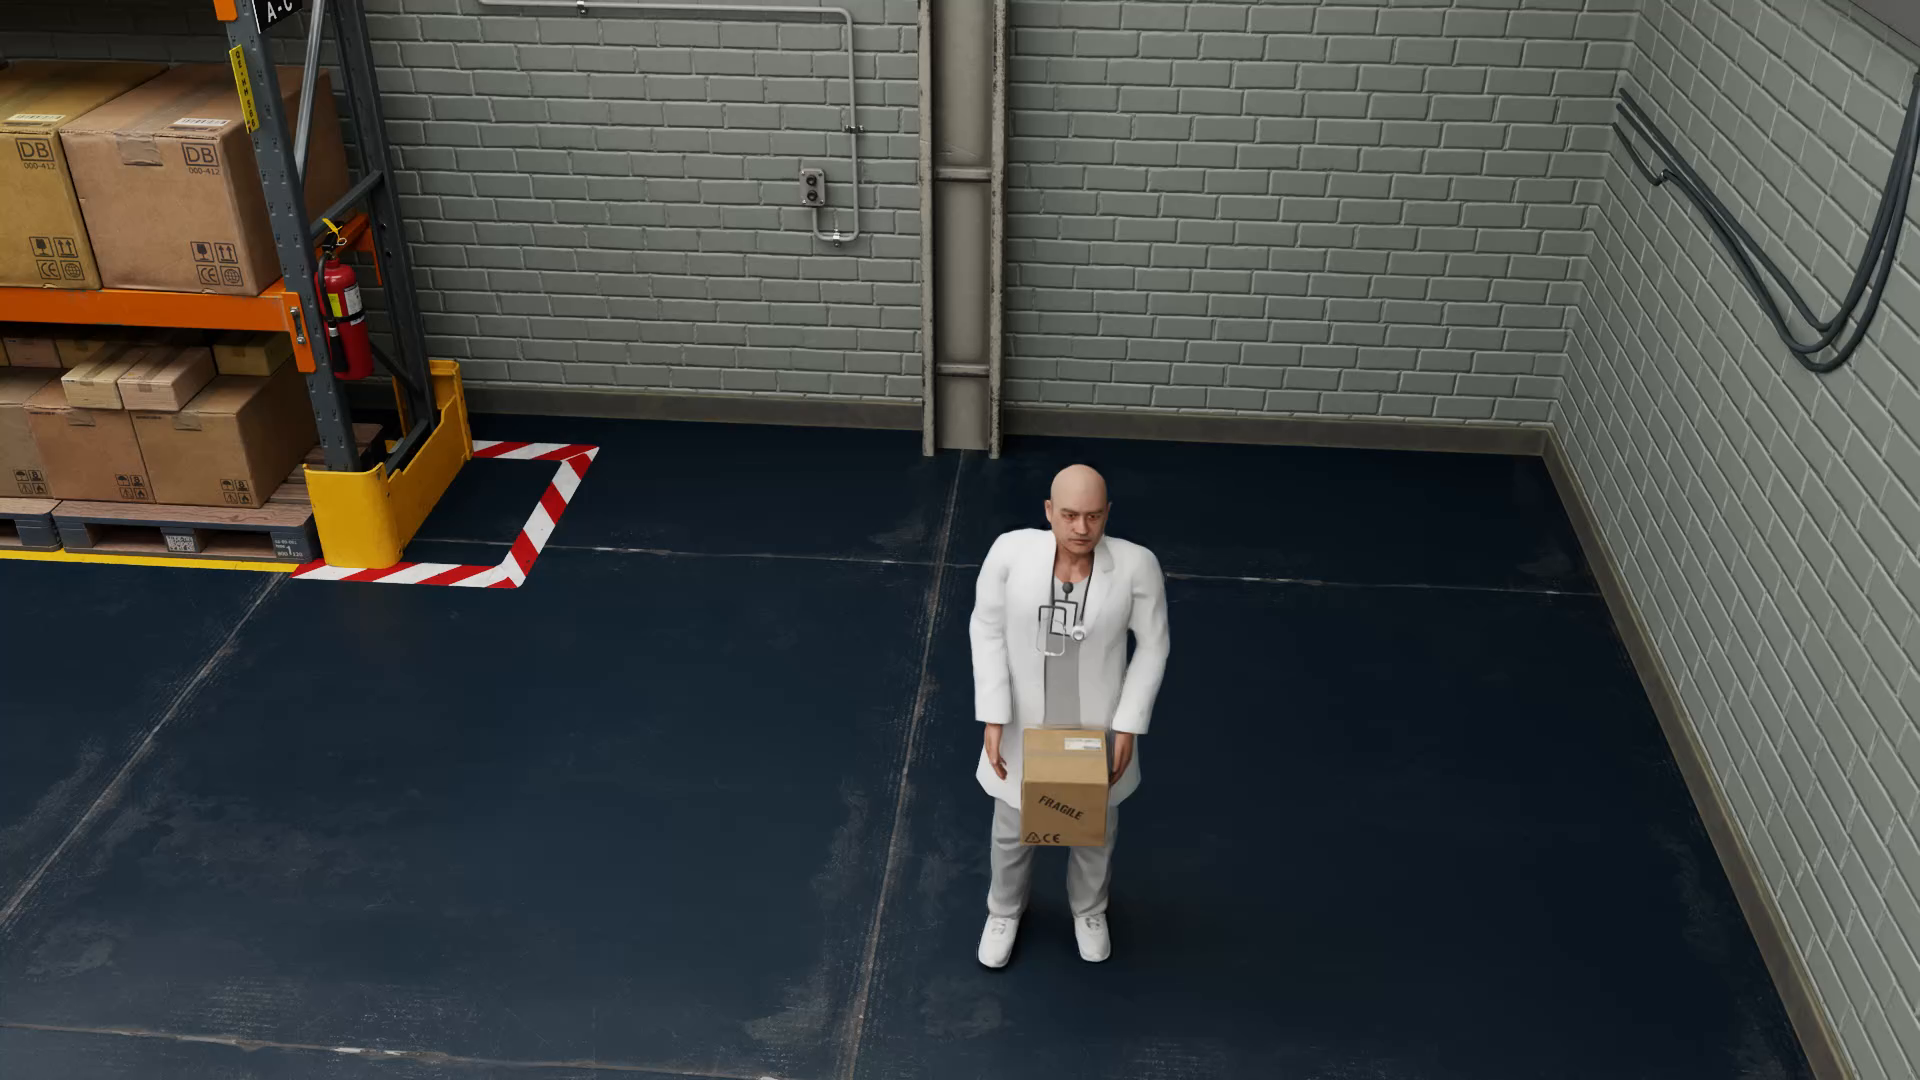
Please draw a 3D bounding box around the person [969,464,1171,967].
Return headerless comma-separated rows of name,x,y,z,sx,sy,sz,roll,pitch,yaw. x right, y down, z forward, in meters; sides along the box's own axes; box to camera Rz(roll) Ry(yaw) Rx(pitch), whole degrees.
person,0.329,0.588,5.193,0.620,1.775,0.452,3,32,4
